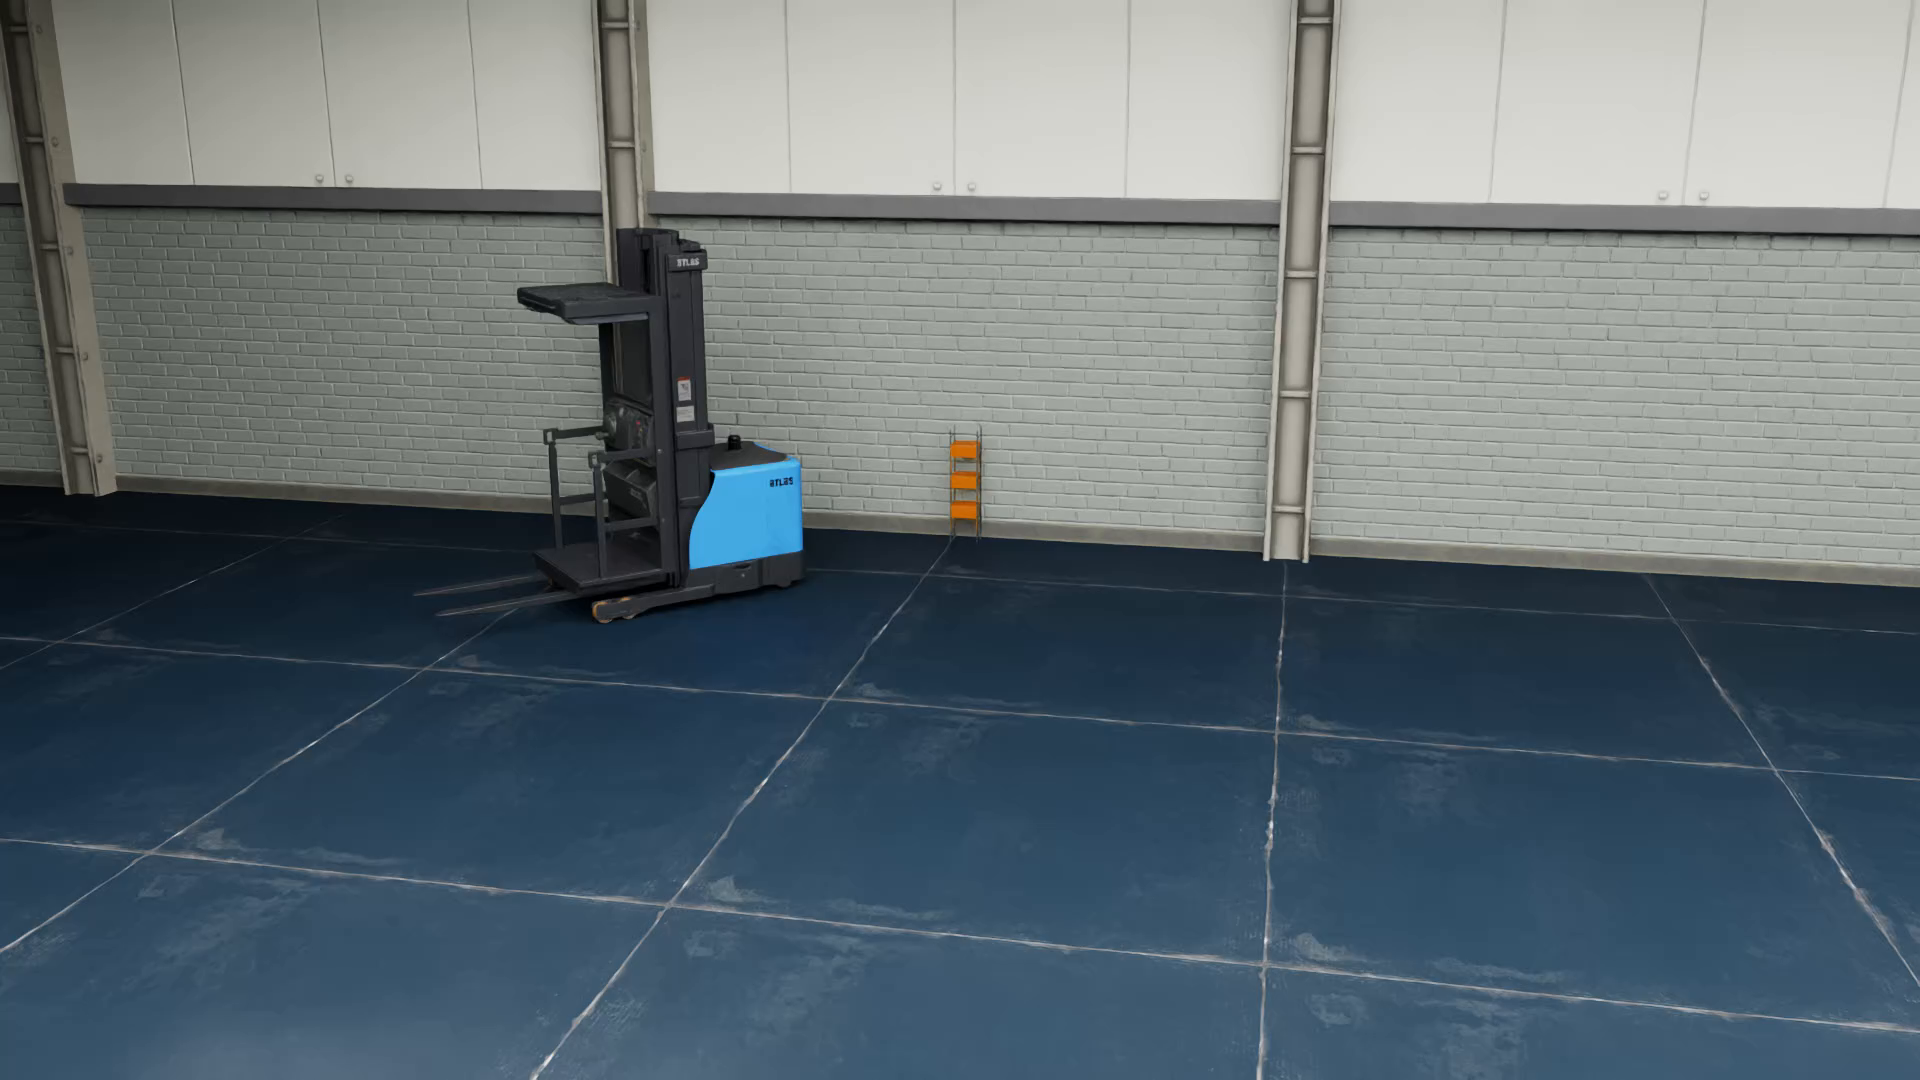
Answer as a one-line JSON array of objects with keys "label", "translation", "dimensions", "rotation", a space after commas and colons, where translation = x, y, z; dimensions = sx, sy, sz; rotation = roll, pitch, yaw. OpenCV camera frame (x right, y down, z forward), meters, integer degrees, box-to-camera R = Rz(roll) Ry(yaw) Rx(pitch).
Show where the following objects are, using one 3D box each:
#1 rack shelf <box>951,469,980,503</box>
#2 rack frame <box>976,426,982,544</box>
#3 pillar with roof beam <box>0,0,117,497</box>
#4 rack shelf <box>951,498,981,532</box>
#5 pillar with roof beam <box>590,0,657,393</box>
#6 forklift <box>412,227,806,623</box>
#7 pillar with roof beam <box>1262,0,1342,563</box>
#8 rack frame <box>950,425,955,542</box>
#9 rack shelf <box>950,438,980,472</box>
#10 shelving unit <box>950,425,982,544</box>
[{"label": "rack shelf", "translation": [0.052, -0.493, 15.102], "dimensions": [0.240, 0.259, 0.215], "rotation": [3, 16, 11]}, {"label": "rack frame", "translation": [0.172, -0.497, 15.076], "dimensions": [0.008, 1.050, 0.200], "rotation": [3, 16, 11]}, {"label": "pillar with roof beam", "translation": [-9.735, -3.698, 11.744], "dimensions": [0.400, 9.000, 9.100], "rotation": [3, 16, 11]}, {"label": "rack shelf", "translation": [0.052, -0.225, 15.177], "dimensions": [0.240, 0.259, 0.215], "rotation": [3, 16, 11]}, {"label": "pillar with roof beam", "translation": [-3.856, -3.379, 10.591], "dimensions": [0.400, 9.000, 9.100], "rotation": [3, 16, 11]}, {"label": "forklift", "translation": [-2.804, -0.926, 13.104], "dimensions": [3.031, 2.935, 1.130], "rotation": [-10, 18, -32]}, {"label": "pillar with roof beam", "translation": [2.024, -3.060, 9.439], "dimensions": [0.400, 9.000, 9.100], "rotation": [3, 16, 11]}, {"label": "rack frame", "translation": [-0.067, -0.510, 15.123], "dimensions": [0.008, 1.050, 0.200], "rotation": [3, 16, 11]}, {"label": "rack shelf", "translation": [0.052, -0.766, 15.027], "dimensions": [0.240, 0.259, 0.215], "rotation": [3, 16, 11]}, {"label": "shelving unit", "translation": [0.052, -0.503, 15.100], "dimensions": [0.252, 1.050, 0.215], "rotation": [3, 16, 11]}]
